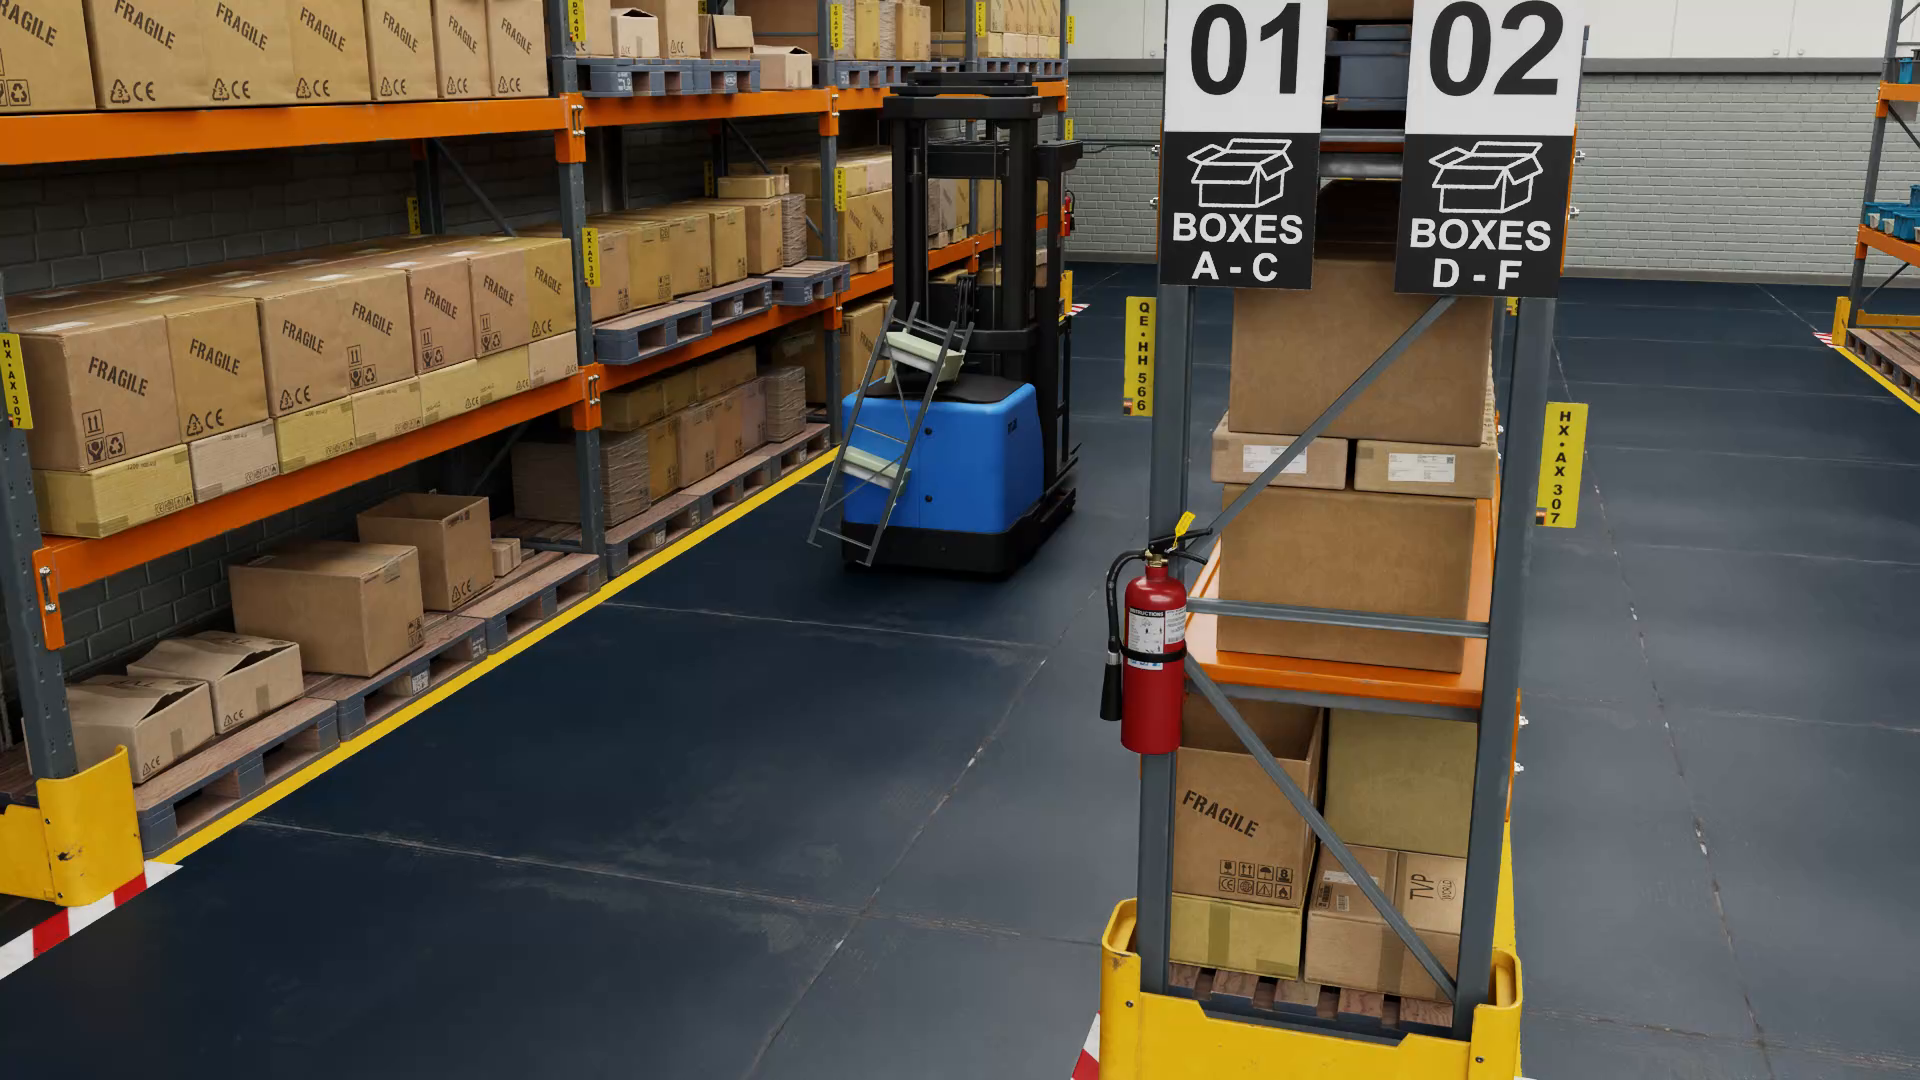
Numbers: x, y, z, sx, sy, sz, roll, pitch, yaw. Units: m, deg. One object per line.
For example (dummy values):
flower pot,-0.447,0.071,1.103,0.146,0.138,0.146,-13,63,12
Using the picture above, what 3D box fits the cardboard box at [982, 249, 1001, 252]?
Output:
cardboard box,0.410,-3.387,19.897,0.380,0.149,0.250,5,16,16

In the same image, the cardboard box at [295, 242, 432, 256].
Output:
cardboard box,-3.082,-1.268,8.666,0.500,0.500,0.500,5,16,16

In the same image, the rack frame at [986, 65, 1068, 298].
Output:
rack frame,0.812,-4.351,20.672,1.000,3.000,0.127,5,16,16

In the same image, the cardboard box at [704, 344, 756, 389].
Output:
cardboard box,-1.838,-1.291,12.284,0.500,0.250,0.500,5,17,17

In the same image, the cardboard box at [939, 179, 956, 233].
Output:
cardboard box,-0.350,-3.231,15.957,0.500,0.500,0.500,5,17,16

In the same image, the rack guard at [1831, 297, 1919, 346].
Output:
rack guard,10.305,-2.387,18.330,1.175,0.500,0.348,5,16,16

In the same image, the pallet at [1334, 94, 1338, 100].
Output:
pallet,2.391,-2.411,8.686,0.805,0.209,1.217,4,16,14

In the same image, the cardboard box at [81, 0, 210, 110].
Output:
cardboard box,-3.213,-1.872,6.214,0.500,0.500,0.500,6,17,20

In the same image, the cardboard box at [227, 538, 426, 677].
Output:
cardboard box,-3.033,0.315,7.997,0.700,0.500,0.500,4,16,12

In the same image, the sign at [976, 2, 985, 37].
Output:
sign,0.198,-5.108,16.320,0.100,0.325,0.005,5,16,16

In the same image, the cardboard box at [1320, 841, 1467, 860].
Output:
cardboard box,1.520,1.085,5.777,0.500,0.250,0.500,5,16,16

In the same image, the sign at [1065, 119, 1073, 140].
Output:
sign,1.328,-4.976,20.320,0.100,0.325,0.005,5,16,16

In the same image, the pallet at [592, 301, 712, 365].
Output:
pallet,-2.241,-1.308,10.295,1.003,0.211,1.213,5,16,16

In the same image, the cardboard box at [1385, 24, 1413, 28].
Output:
cardboard box,1.519,-1.667,5.148,0.380,0.149,0.250,5,16,16

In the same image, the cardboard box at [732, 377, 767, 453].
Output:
cardboard box,-1.874,-0.949,12.452,0.700,0.500,0.500,5,16,16

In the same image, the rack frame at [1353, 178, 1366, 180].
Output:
rack frame,3.289,-1.875,11.942,1.000,3.000,0.127,5,16,16

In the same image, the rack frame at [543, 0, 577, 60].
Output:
rack frame,-2.598,-4.098,8.785,1.000,3.000,0.127,5,16,16

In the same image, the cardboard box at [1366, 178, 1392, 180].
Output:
cardboard box,4.077,-3.065,15.185,0.700,0.500,0.500,-1,16,-3

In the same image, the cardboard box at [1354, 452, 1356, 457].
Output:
cardboard box,1.305,-0.089,5.462,0.700,0.500,0.500,5,17,17

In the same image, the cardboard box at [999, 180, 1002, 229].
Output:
cardboard box,0.058,-3.780,18.109,0.980,0.700,0.700,4,16,14

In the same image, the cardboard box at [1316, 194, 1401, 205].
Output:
cardboard box,1.747,-1.121,6.722,0.700,0.500,0.500,5,16,16

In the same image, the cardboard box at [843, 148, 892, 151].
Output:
cardboard box,-0.847,-3.628,15.986,0.500,0.250,0.500,5,17,17

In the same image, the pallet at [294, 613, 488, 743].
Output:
pallet,-3.100,0.629,8.226,1.003,0.211,1.213,5,16,16

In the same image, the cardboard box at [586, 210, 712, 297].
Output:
cardboard box,-2.098,-1.922,11.119,0.700,0.500,0.500,7,17,24

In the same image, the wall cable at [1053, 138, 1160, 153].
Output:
wall cable,2.762,-7.195,25.396,3.097,2.526,0.112,5,16,16

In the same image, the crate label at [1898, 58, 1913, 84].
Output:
crate label,9.739,-4.738,16.812,0.408,0.251,0.502,5,16,16

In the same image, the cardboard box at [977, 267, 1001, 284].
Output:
cardboard box,0.259,-2.879,18.105,0.380,0.149,0.250,5,17,18

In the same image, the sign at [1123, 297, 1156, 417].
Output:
sign,0.499,-0.498,4.534,0.100,0.325,0.005,5,16,16

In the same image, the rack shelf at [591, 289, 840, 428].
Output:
rack shelf,-2.030,-1.389,11.546,1.077,0.370,4.000,5,16,16

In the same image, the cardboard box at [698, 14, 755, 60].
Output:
cardboard box,-1.919,-3.428,11.696,0.797,0.503,0.637,7,17,24

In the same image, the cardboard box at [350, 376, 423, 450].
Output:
cardboard box,-2.862,-0.607,7.711,0.500,0.250,0.500,5,17,16

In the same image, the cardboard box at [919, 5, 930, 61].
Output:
cardboard box,-0.680,-4.785,15.718,0.700,0.500,0.500,4,16,13

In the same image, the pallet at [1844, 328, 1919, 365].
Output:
pallet,10.039,-2.028,17.594,1.003,0.211,1.213,5,16,16

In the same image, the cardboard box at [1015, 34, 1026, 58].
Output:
cardboard box,0.422,-5.353,18.029,0.500,0.250,0.500,4,16,14

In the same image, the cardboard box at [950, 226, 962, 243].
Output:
cardboard box,-0.198,-3.015,16.385,0.380,0.149,0.250,5,17,17

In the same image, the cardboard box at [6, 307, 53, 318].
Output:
cardboard box,-3.805,-0.603,6.322,0.500,0.500,0.500,4,16,15

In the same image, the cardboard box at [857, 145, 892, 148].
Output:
cardboard box,-0.705,-3.766,16.470,0.500,0.250,0.500,5,17,18

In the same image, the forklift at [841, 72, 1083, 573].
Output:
forklift,0.174,-1.575,11.012,1.130,2.935,3.031,4,16,15

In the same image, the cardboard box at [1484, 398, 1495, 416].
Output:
cardboard box,1.478,-0.362,5.238,0.380,0.149,0.250,5,16,16

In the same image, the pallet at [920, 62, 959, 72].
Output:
pallet,-0.538,-4.412,15.740,0.805,0.209,1.217,4,16,14

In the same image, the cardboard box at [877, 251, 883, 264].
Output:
cardboard box,-0.890,-2.487,14.524,0.380,0.149,0.250,5,17,17

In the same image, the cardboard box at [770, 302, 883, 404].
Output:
cardboard box,-1.127,-1.608,14.171,0.750,0.750,0.750,4,16,15

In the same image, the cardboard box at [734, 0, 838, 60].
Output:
cardboard box,-1.381,-4.090,13.264,0.700,0.500,0.500,3,16,12

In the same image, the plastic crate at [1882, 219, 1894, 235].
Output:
plastic crate,9.562,-3.191,16.954,0.250,0.136,0.298,5,16,16

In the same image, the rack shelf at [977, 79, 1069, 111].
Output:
rack shelf,0.244,-4.925,18.516,1.077,0.370,4.000,5,16,16

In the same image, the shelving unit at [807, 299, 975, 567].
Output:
shelving unit,-0.401,-0.654,9.946,0.431,1.500,0.755,21,10,6

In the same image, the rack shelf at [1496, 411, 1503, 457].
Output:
rack shelf,2.721,-1.005,10.195,1.077,0.370,4.000,5,16,16

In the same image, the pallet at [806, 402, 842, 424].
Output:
pallet,-1.165,-1.117,14.380,1.003,0.211,1.213,5,16,16

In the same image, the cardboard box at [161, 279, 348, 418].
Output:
cardboard box,-3.008,-0.828,7.115,0.500,0.500,0.500,4,16,14

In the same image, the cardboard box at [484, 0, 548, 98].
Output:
cardboard box,-2.505,-2.560,8.642,0.500,0.500,0.500,5,17,17

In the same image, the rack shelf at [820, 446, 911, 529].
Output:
rack shelf,-0.511,-0.352,10.000,0.431,0.370,0.720,21,10,6

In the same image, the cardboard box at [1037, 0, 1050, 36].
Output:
cardboard box,0.713,-5.990,18.901,0.500,0.500,0.500,5,17,18

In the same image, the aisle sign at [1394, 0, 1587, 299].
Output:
aisle sign,1.291,-0.991,4.064,0.394,0.787,0.004,5,16,16

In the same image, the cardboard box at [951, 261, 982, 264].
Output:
cardboard box,0.049,-3.054,18.722,0.380,0.149,0.250,5,17,16

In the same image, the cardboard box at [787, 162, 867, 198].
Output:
cardboard box,-1.077,-2.926,13.508,0.500,0.250,0.500,5,17,17
